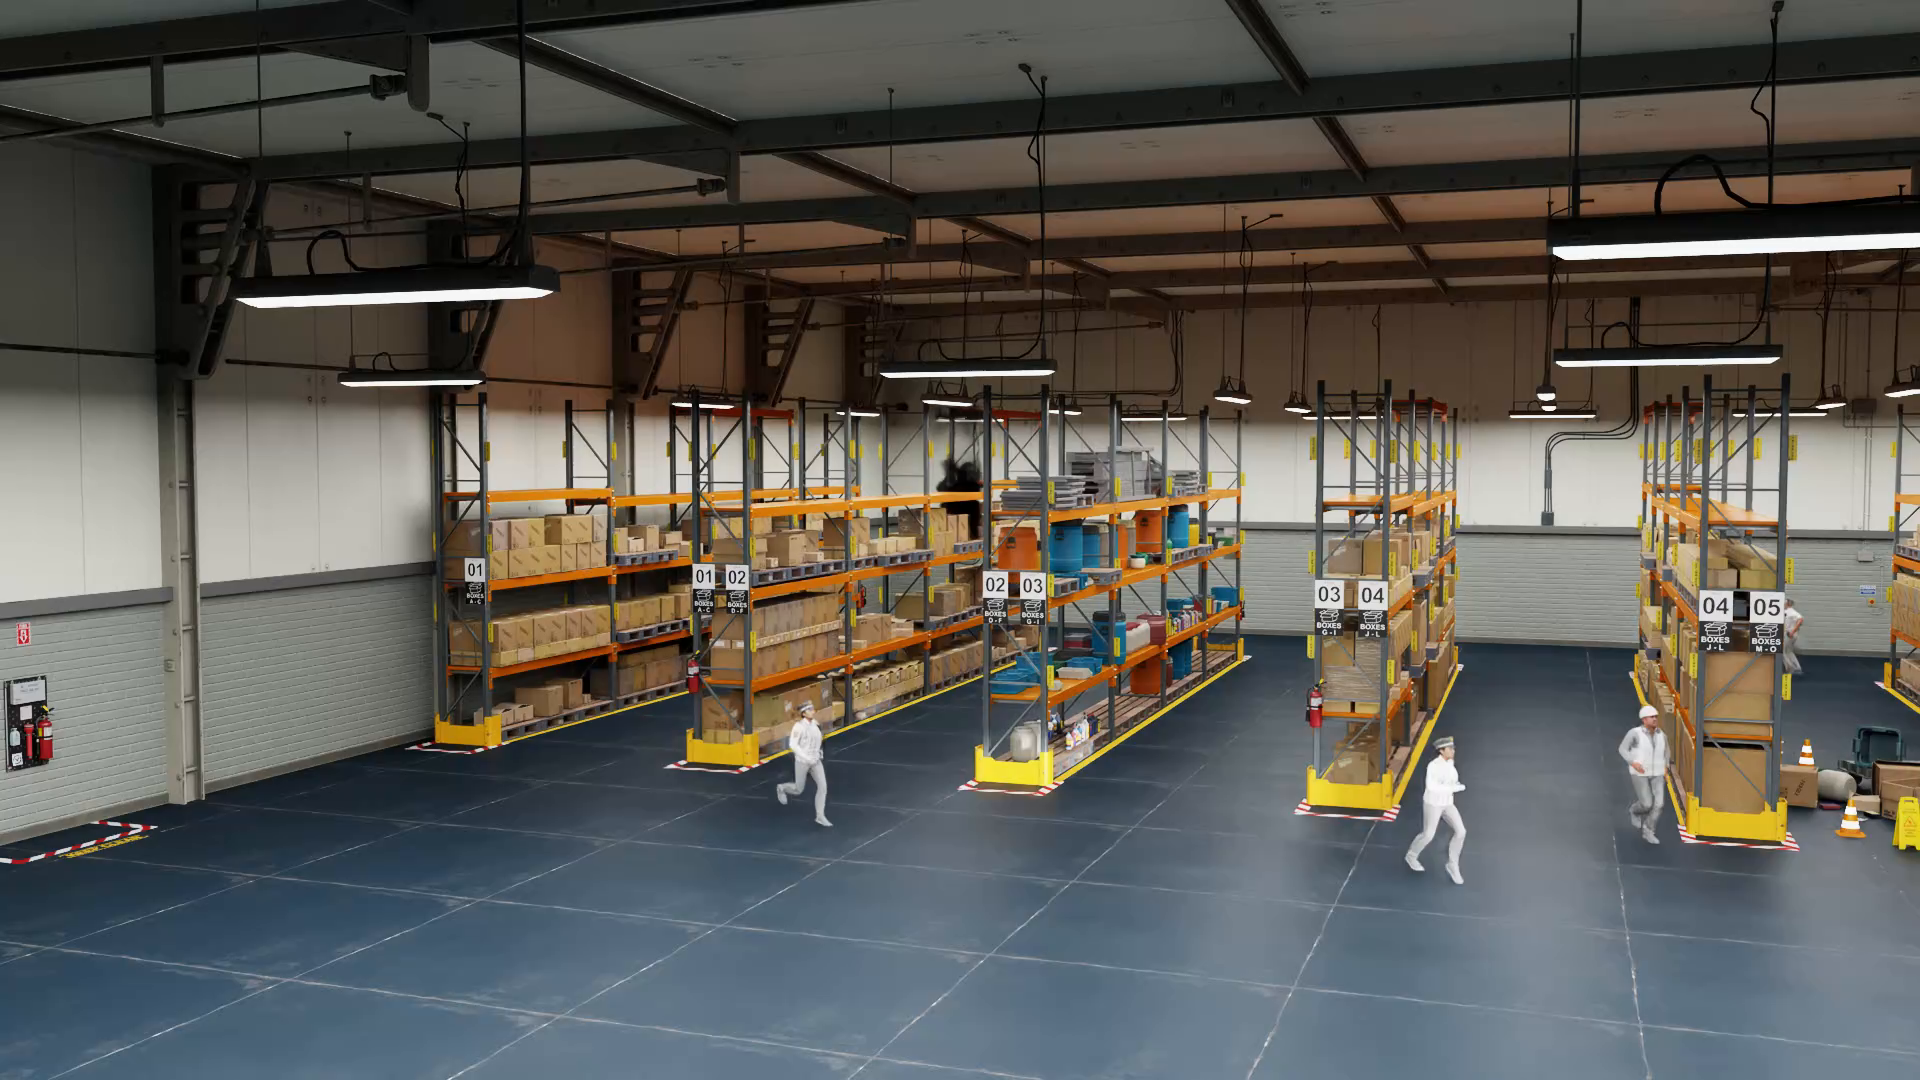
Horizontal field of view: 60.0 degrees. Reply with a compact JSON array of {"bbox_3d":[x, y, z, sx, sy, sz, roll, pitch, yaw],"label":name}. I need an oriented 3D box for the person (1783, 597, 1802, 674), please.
[{"bbox_3d":[18.398,2.168,37.032,0.709,1.819,0.691,1,3,21],"label":"person"}]

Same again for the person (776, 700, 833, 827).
[{"bbox_3d":[-2.072,2.995,22.474,0.933,1.689,0.597,3,4,44],"label":"person"}]

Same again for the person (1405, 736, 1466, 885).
[{"bbox_3d":[5.579,3.129,19.488,0.638,1.727,0.828,-3,4,-39],"label":"person"}]

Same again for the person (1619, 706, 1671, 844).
[{"bbox_3d":[8.850,3.006,21.450,0.692,1.750,0.562,0,3,-3],"label":"person"}]
